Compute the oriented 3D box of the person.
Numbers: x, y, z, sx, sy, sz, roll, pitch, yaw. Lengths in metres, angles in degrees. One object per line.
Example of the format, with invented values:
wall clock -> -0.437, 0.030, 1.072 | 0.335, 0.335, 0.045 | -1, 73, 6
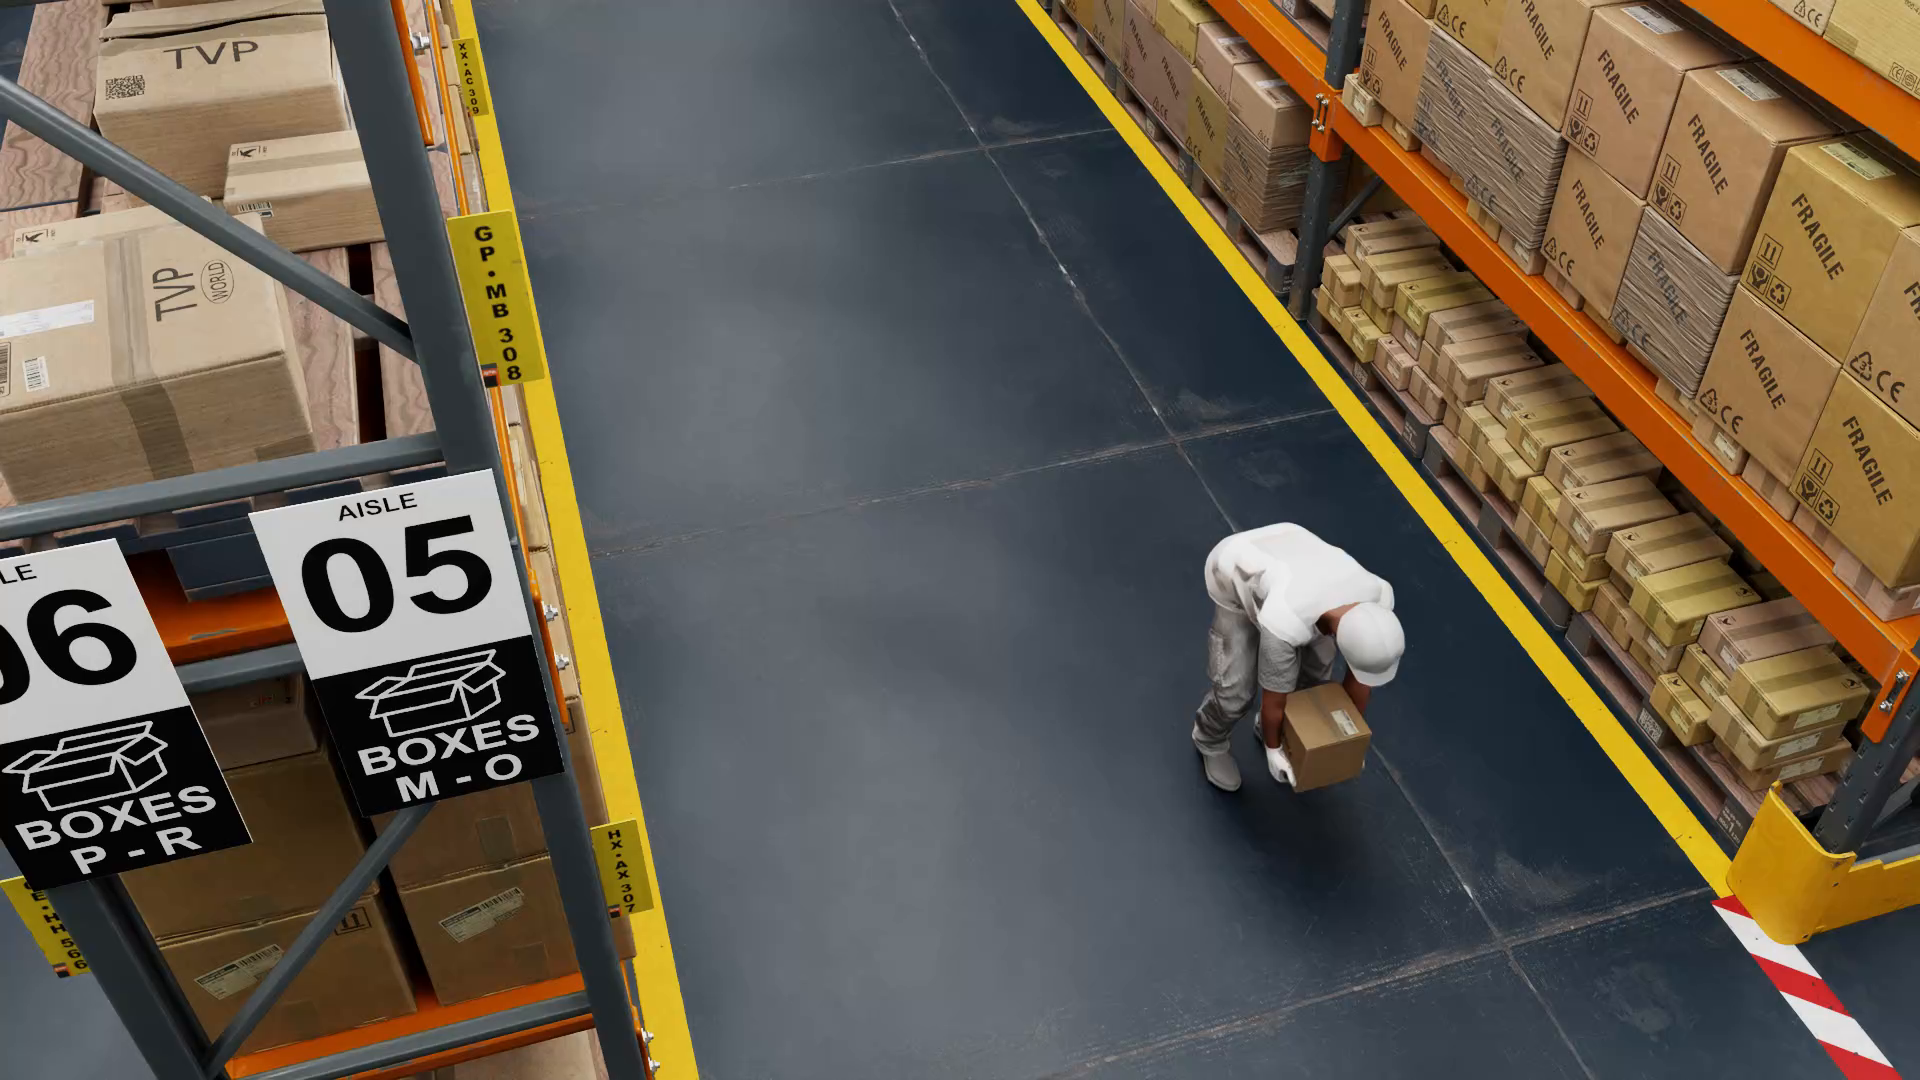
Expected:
person -> 1.205, 0.489, 5.964 | 0.508, 1.293, 0.939 | -13, 44, -14
